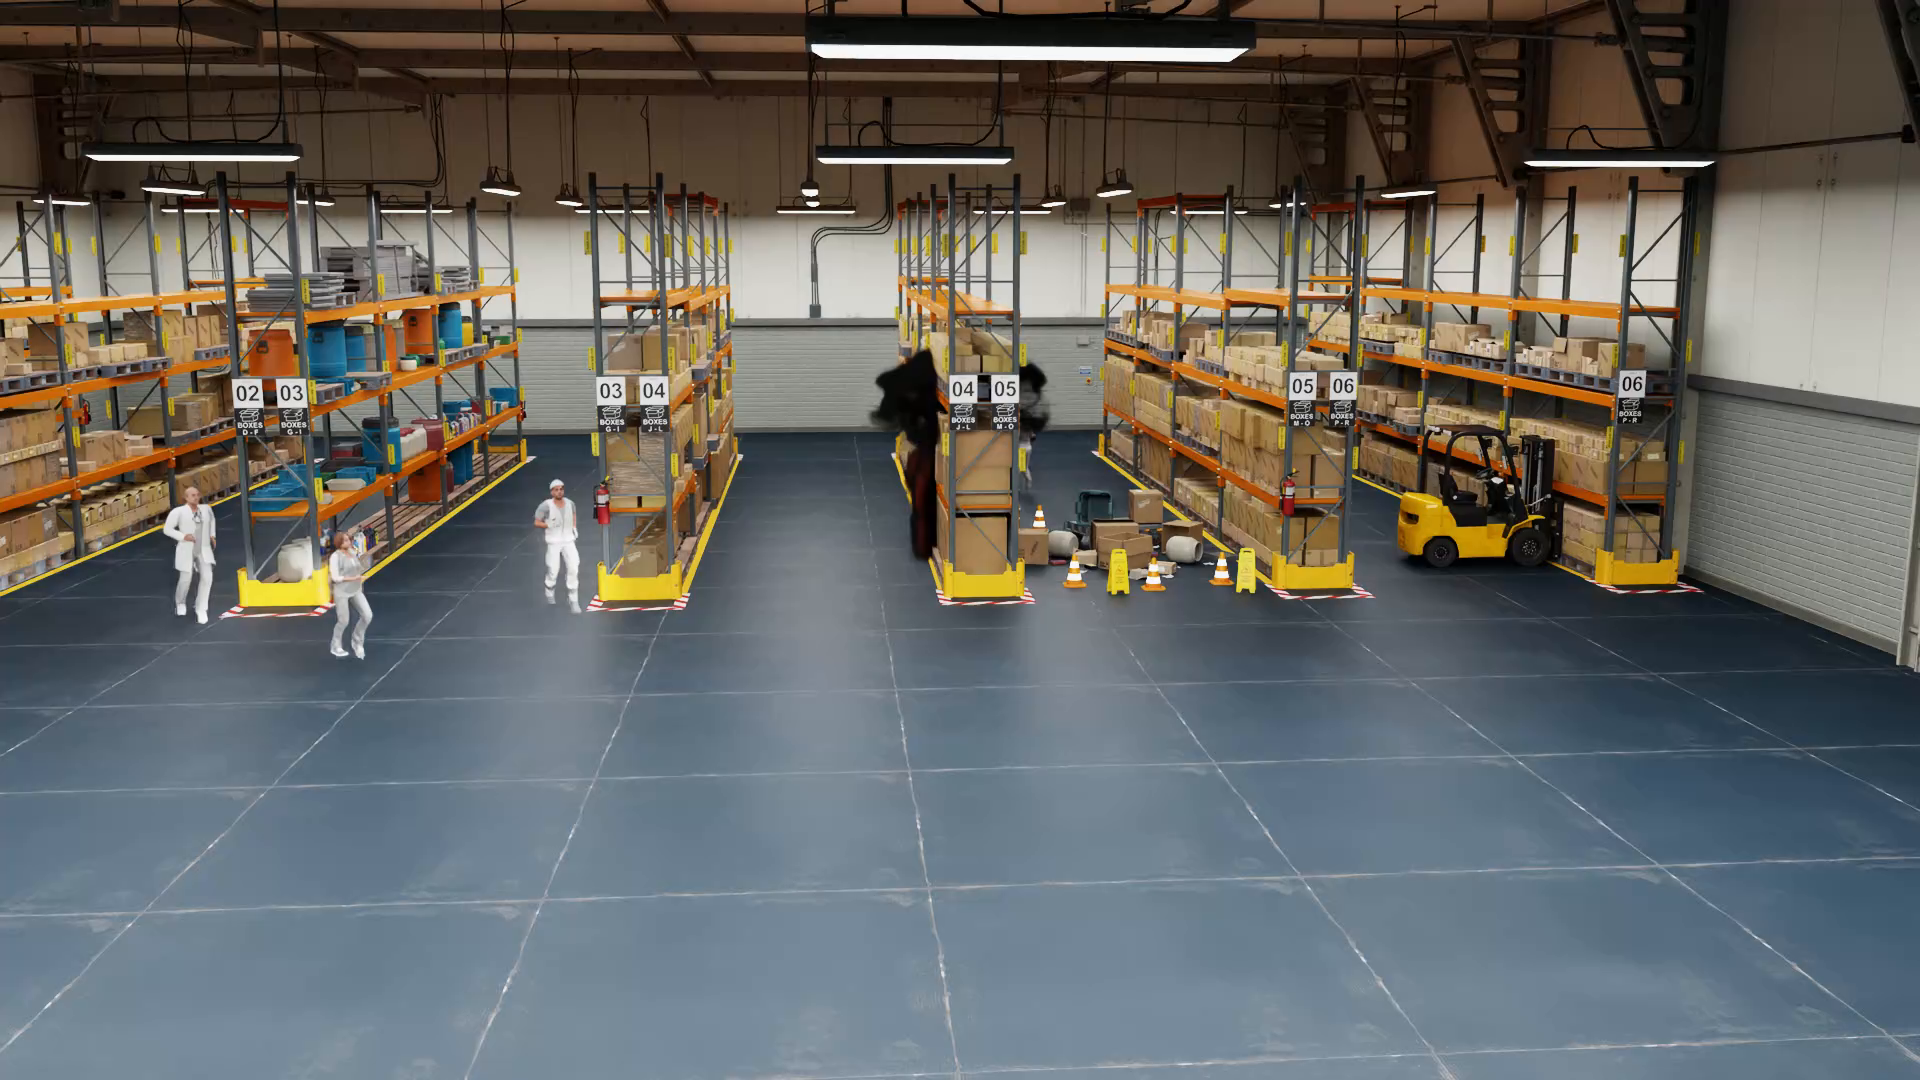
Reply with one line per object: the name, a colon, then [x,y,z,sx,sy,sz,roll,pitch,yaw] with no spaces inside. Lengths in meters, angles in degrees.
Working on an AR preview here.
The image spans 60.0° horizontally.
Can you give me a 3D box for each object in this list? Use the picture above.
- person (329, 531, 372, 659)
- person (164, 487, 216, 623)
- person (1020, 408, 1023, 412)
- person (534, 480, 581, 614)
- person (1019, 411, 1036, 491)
person: [-7.434,0.680,20.242,0.662,1.598,0.508,6,12,29]
person: [-10.412,0.187,22.585,0.742,1.824,0.853,-9,13,-40]
person: [1.190,-2.496,38.078,0.553,1.627,0.679,-2,10,-12]
person: [-5.567,0.082,23.059,0.652,1.854,0.766,-6,12,-30]
person: [1.293,-1.787,34.060,0.575,1.694,0.758,-4,11,-22]
